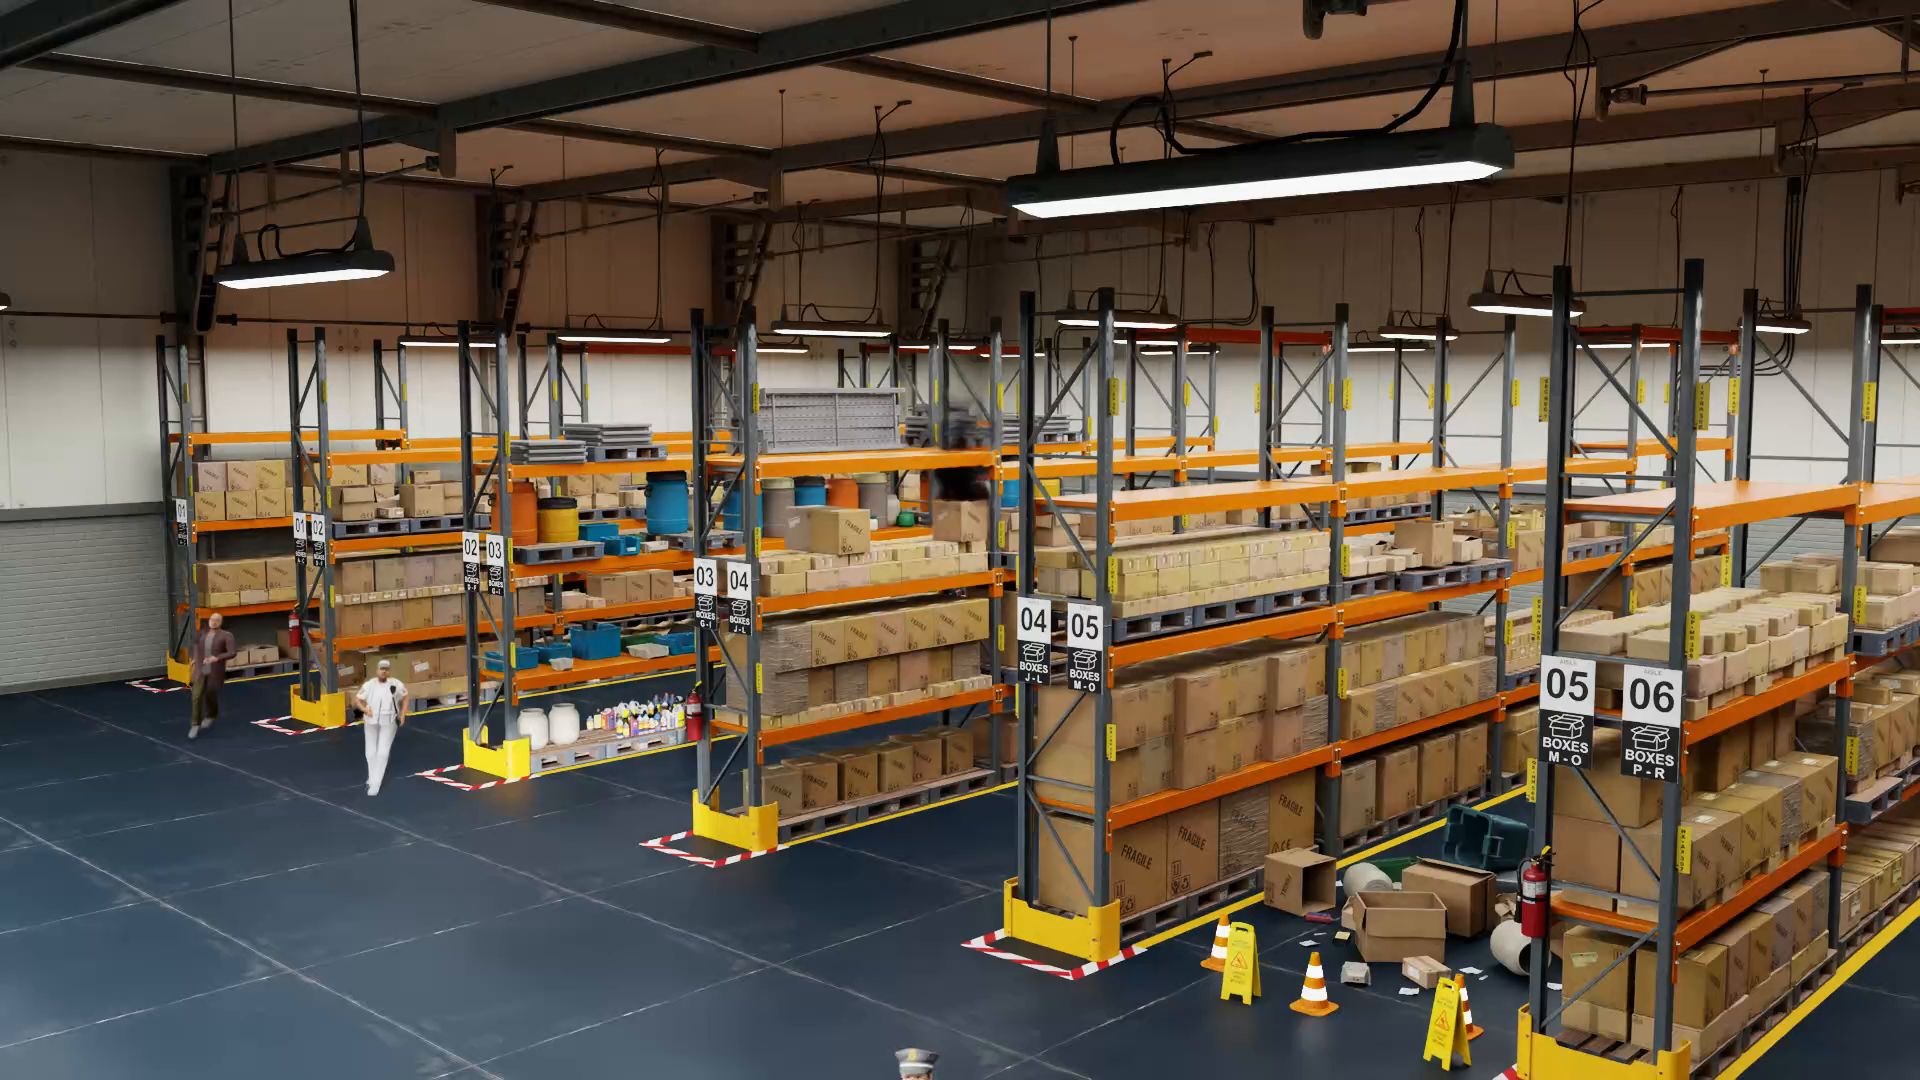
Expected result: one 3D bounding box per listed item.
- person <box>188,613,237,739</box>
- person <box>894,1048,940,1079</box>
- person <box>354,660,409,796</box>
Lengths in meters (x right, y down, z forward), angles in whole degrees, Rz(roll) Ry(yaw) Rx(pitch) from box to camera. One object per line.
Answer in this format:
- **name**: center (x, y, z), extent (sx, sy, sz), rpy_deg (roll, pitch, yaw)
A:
- **person**: center (-11.052, 1.996, 24.568), extent (0.713, 1.716, 0.984), rpy_deg (-1, 5, -6)
- **person**: center (-0.182, 3.510, 8.914), extent (0.639, 1.658, 0.679), rpy_deg (1, 5, 7)
- **person**: center (-7.369, 2.369, 21.175), extent (0.630, 1.671, 0.689), rpy_deg (-1, 5, -7)
